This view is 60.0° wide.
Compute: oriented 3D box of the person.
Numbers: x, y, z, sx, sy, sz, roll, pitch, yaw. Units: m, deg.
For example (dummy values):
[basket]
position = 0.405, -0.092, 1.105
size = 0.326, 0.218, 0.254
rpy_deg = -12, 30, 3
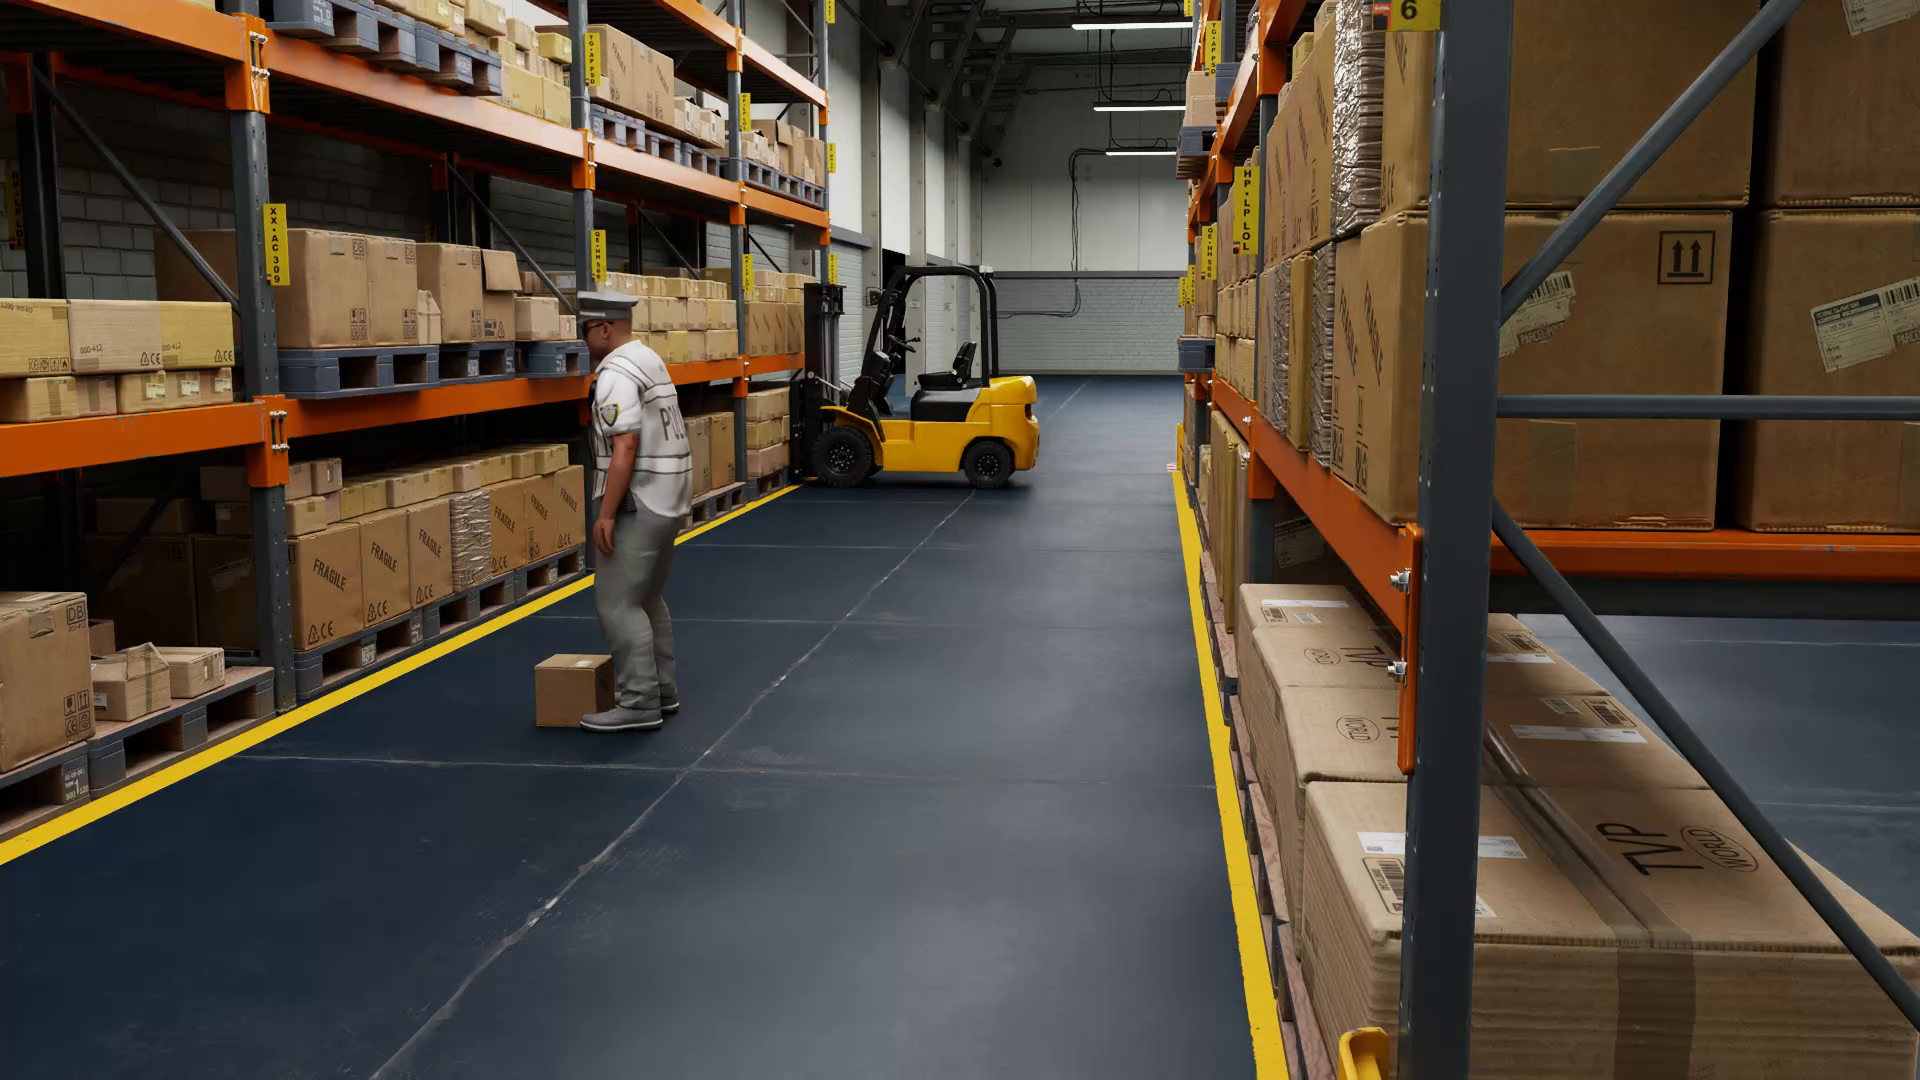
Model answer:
[person]
position = -1.306, -0.122, 6.694
size = 0.434, 1.745, 0.588
rpy_deg = 1, 8, 6
